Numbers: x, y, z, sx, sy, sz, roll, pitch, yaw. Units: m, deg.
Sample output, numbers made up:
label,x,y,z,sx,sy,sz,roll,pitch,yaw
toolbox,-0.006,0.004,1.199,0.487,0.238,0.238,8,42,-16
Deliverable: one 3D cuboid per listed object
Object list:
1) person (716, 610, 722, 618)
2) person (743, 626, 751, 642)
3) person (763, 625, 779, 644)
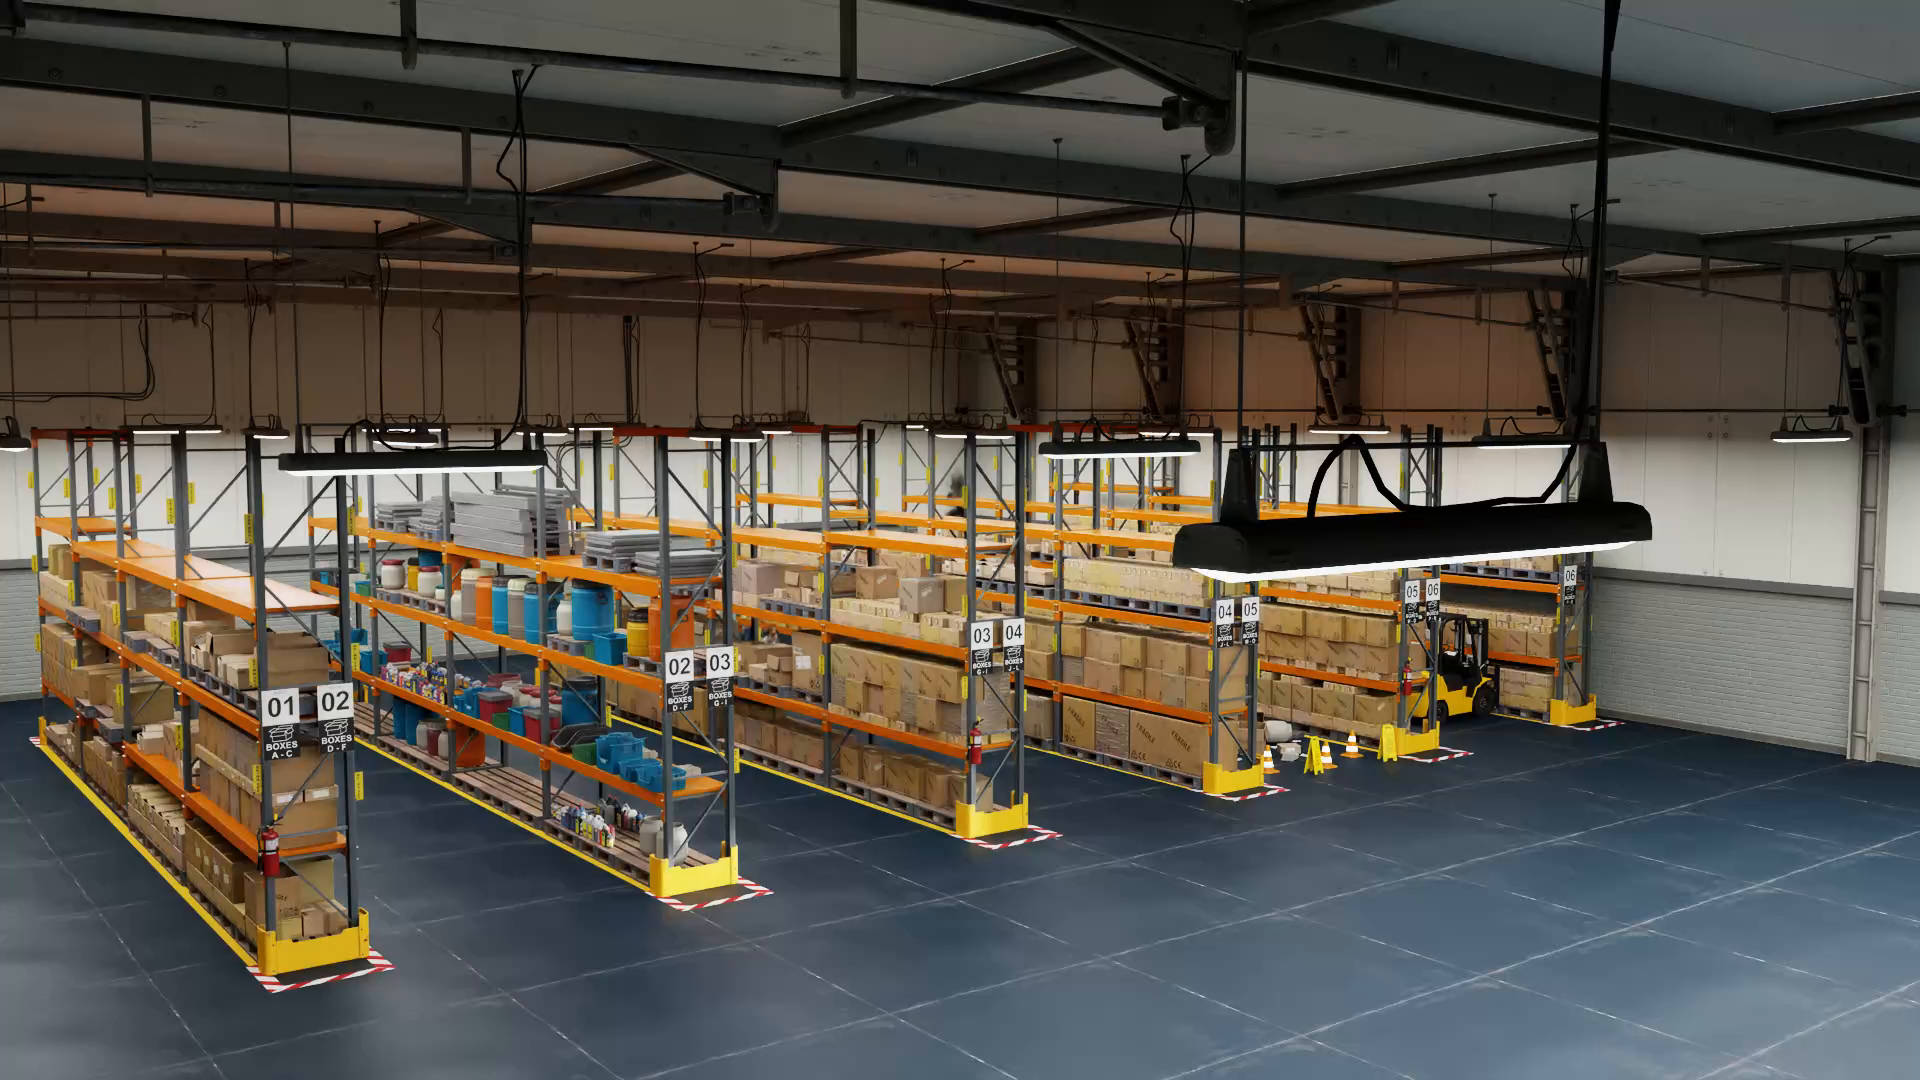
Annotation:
label,x,y,z,sx,sy,sz,roll,pitch,yaw
person,-5.562,2.475,38.407,0.684,1.693,0.686,-3,5,-33
person,-5.265,2.270,41.613,0.666,1.639,0.514,-4,6,-44
person,-4.175,2.657,36.733,0.561,1.591,0.774,-4,6,-39
